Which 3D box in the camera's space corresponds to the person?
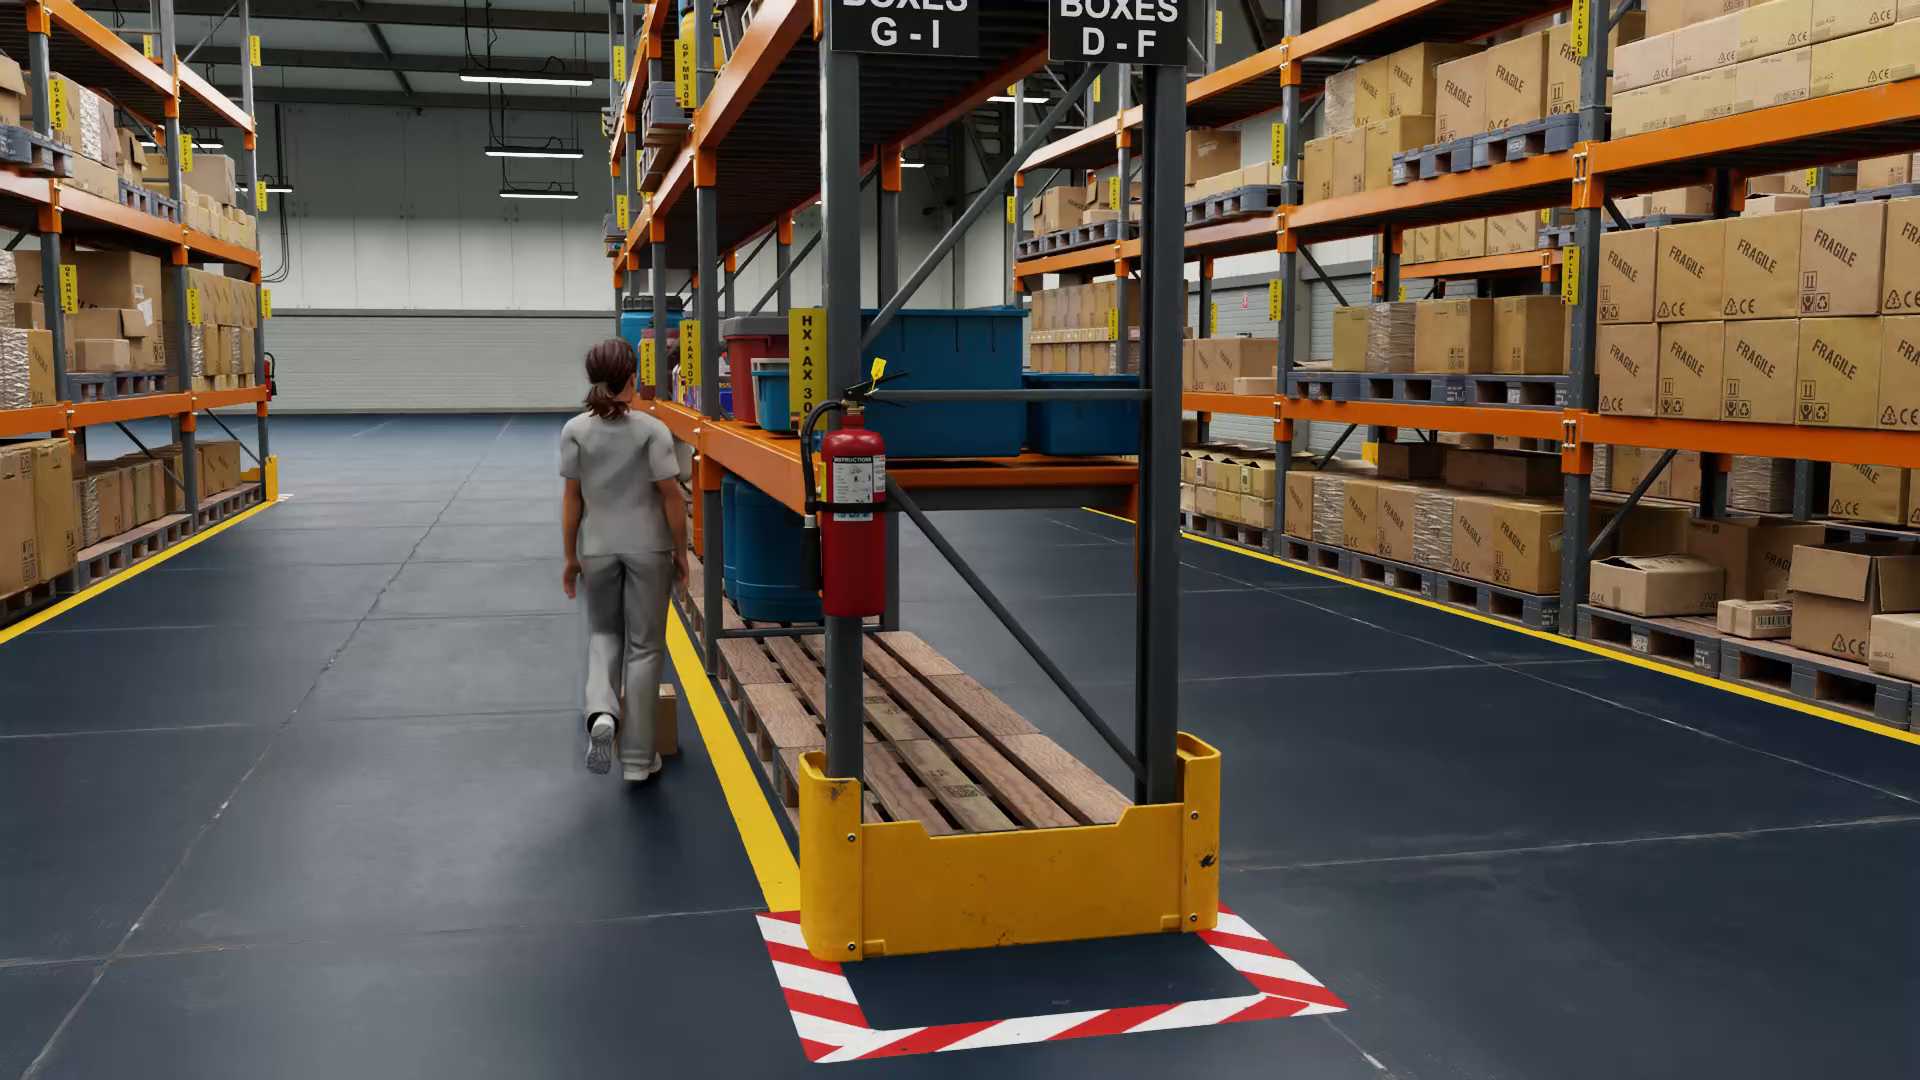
[{"bbox_3d":[-1.256,0.074,6.279,0.472,1.661,0.500,1,6,5],"label":"person"}]
